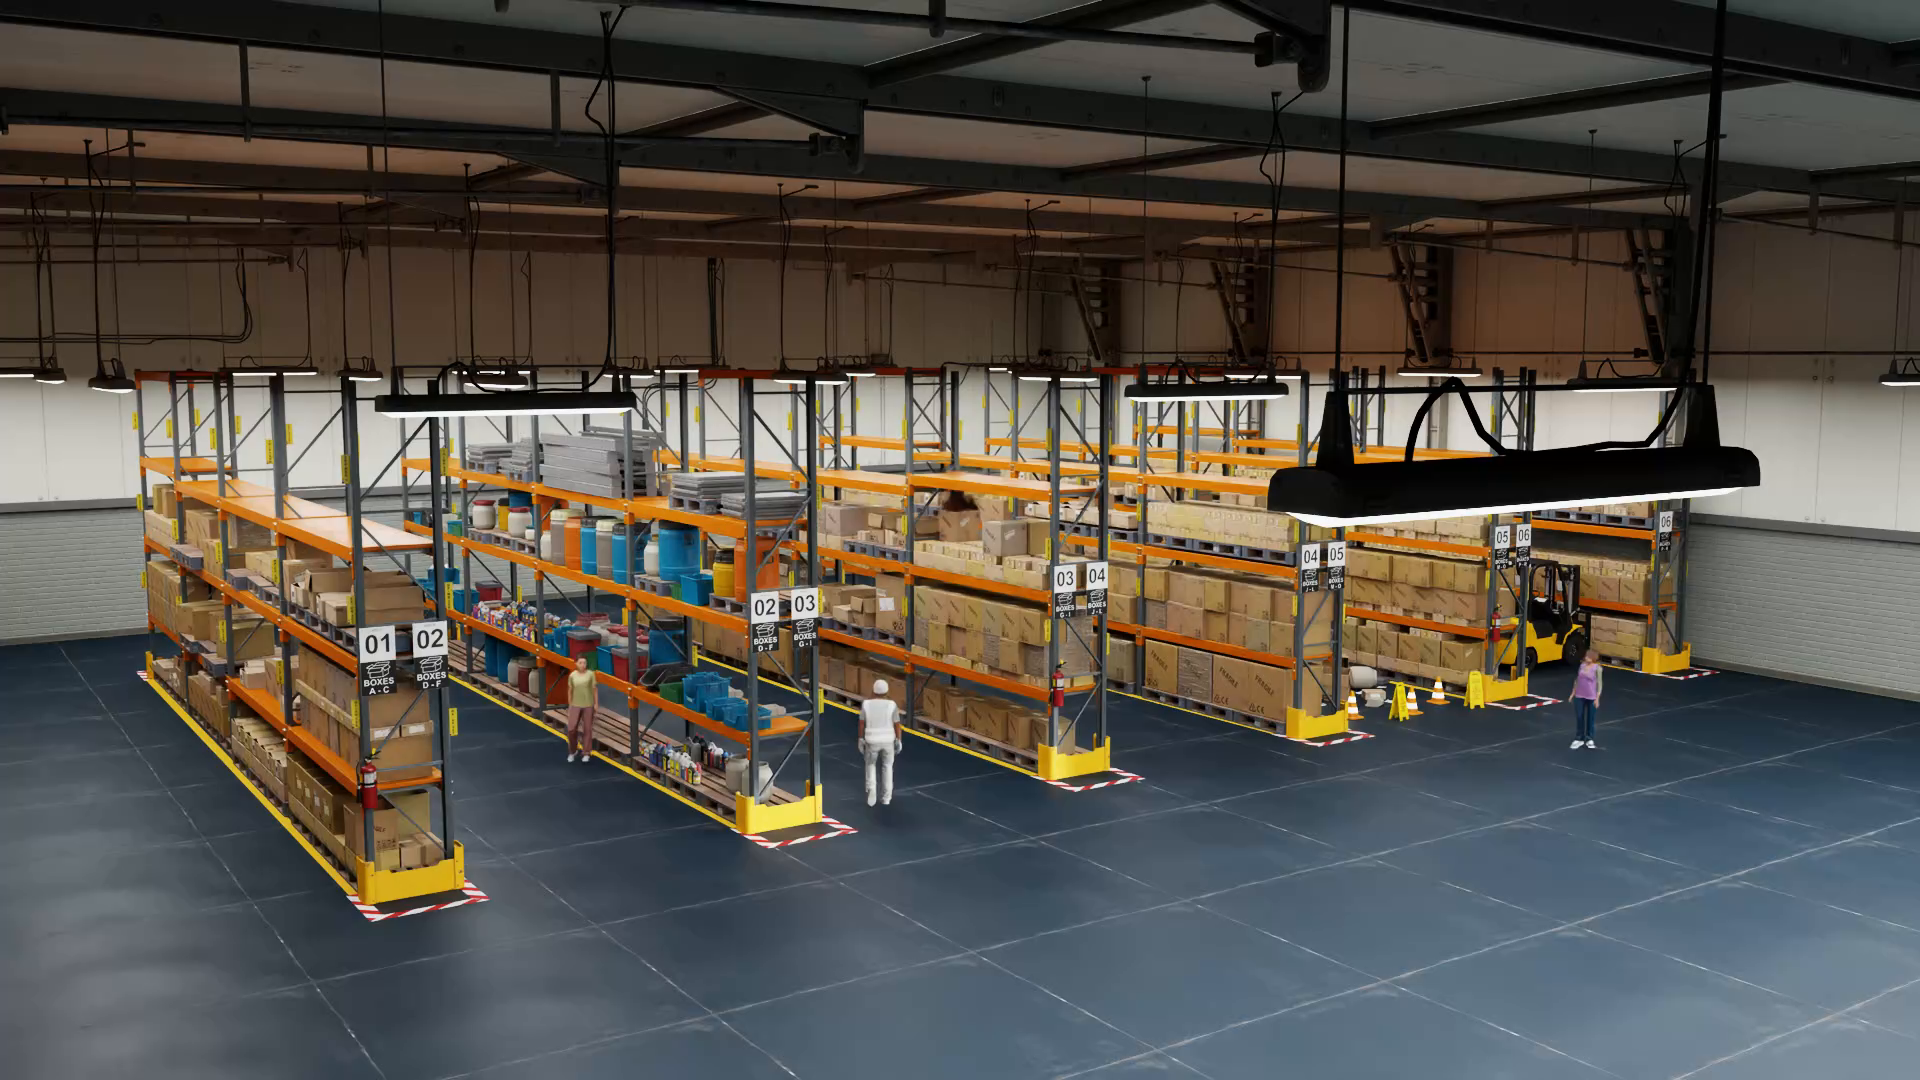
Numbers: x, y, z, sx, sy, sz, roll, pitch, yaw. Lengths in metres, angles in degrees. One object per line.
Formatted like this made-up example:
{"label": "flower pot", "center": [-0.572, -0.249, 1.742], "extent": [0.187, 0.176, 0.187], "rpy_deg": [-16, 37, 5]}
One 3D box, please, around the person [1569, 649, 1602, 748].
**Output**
{"label": "person", "center": [10.024, 2.541, 26.648], "extent": [0.497, 1.621, 0.360], "rpy_deg": [4, 8, 32]}

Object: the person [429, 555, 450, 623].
{"label": "person", "center": [-11.940, 1.121, 38.281], "extent": [0.517, 1.767, 0.617], "rpy_deg": [-1, 6, -7]}

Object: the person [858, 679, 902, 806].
{"label": "person", "center": [-1.118, 2.817, 23.233], "extent": [0.606, 1.774, 0.480], "rpy_deg": [0, 6, -1]}

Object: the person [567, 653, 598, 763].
{"label": "person", "center": [-5.867, 2.611, 25.801], "extent": [0.502, 1.704, 0.409], "rpy_deg": [-1, 7, -10]}
